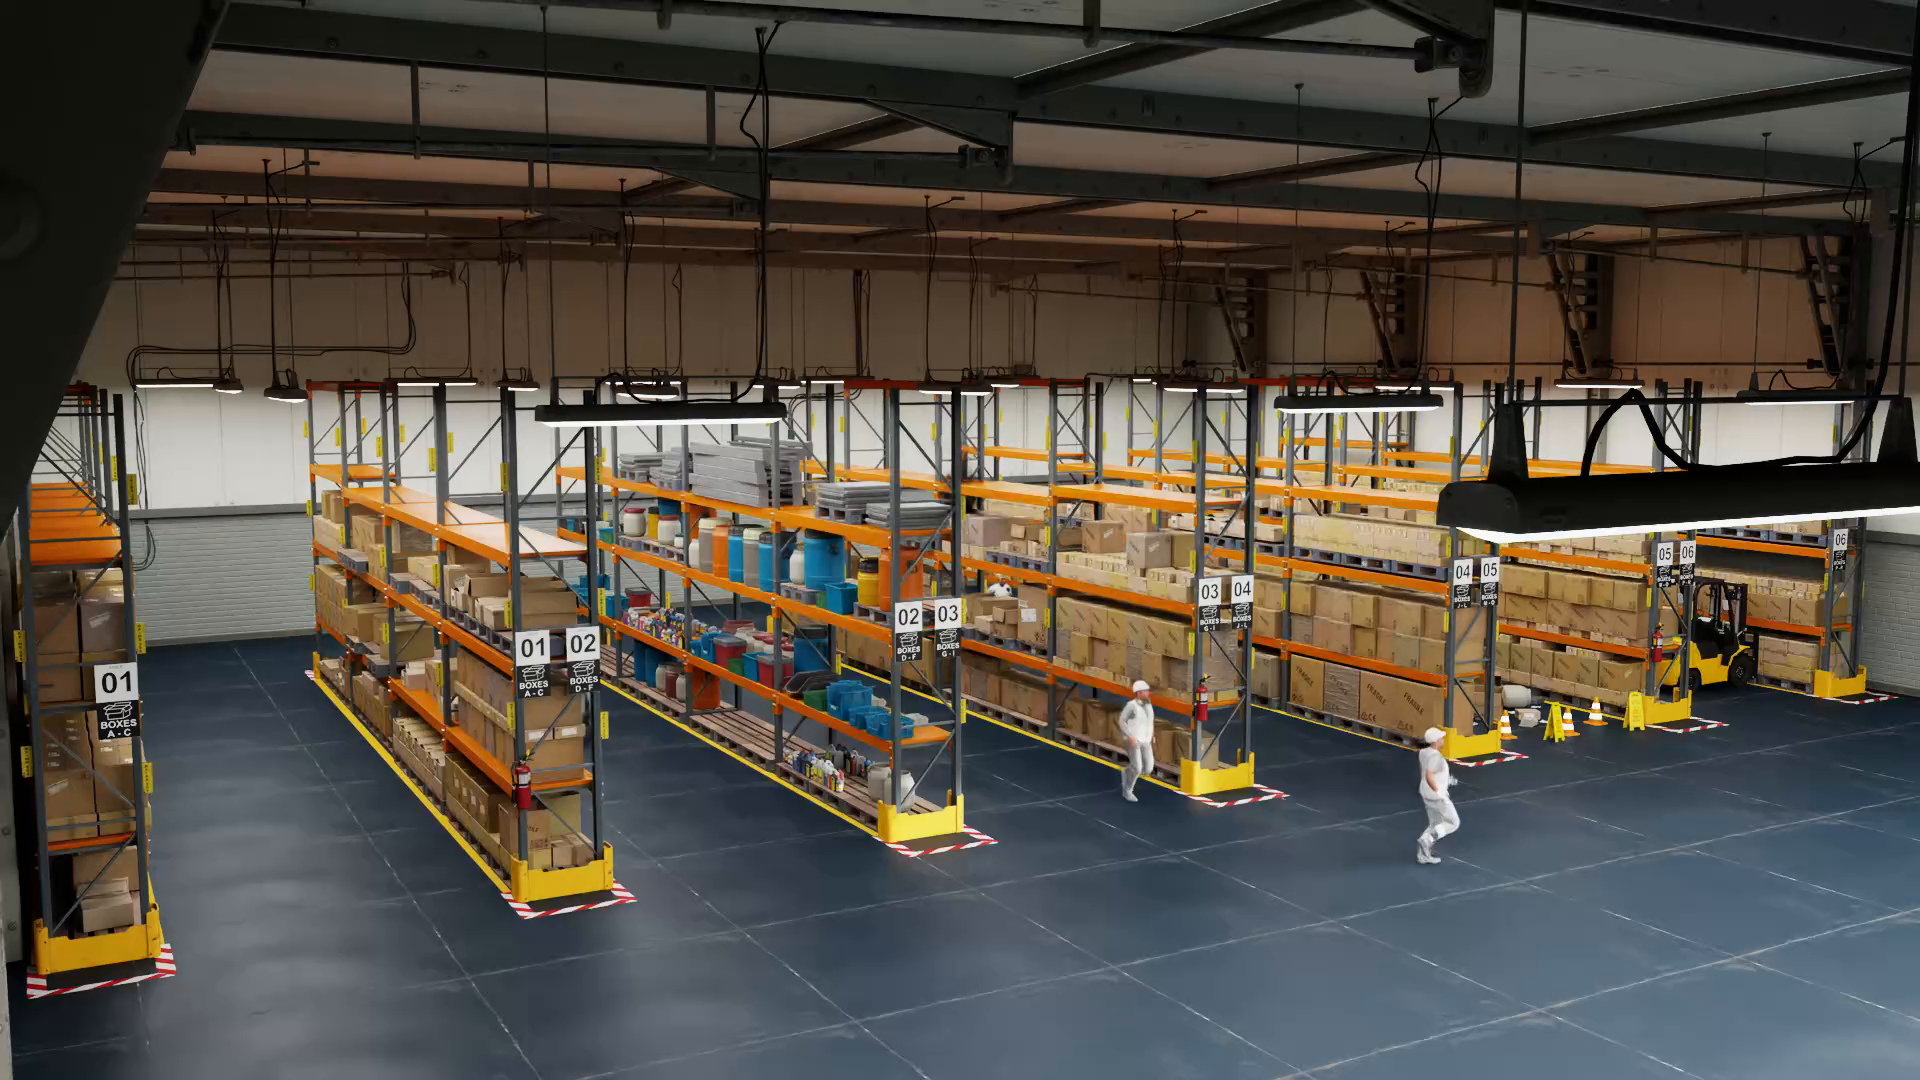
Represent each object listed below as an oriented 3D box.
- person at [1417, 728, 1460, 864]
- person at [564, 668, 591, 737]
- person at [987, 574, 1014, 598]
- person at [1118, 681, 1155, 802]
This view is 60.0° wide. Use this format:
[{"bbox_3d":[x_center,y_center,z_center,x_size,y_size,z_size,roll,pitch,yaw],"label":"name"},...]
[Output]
[{"bbox_3d":[6.040,3.230,21.007,0.583,1.741,0.655,-1,6,-5],"label":"person"},{"bbox_3d":[-6.335,2.480,28.059,0.628,1.736,0.604,-5,8,-38],"label":"person"},{"bbox_3d":[0.930,1.597,36.996,0.572,1.726,0.705,-4,7,-30],"label":"person"},{"bbox_3d":[2.595,2.914,24.290,0.704,1.726,0.545,-5,8,-39],"label":"person"}]
